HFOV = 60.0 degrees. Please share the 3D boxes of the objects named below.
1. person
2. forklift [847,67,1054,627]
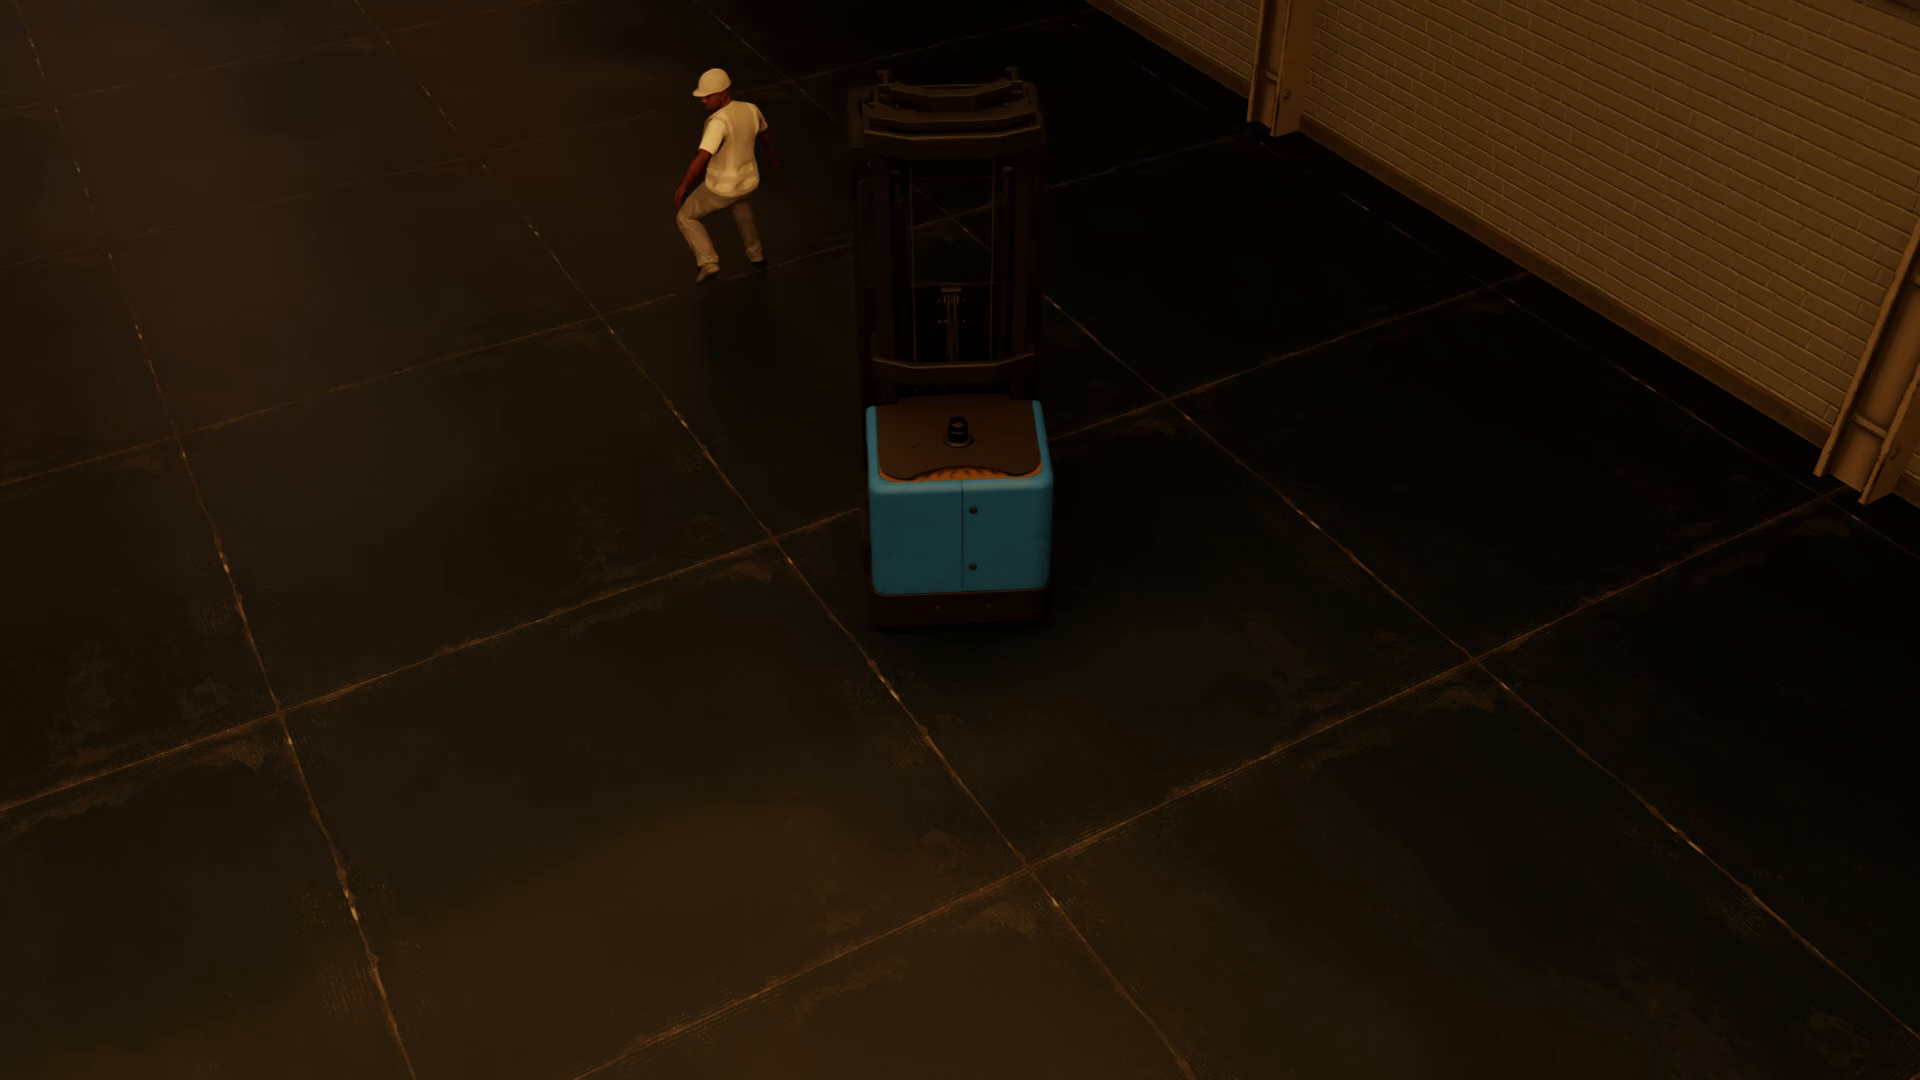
[{"bbox_3d":[-1.721,-2.716,12.366,0.503,1.640,1.127,29,48,30],"label":"person"},{"bbox_3d":[-0.082,-1.551,9.906,1.130,2.935,3.031,-2,40,-3],"label":"forklift"}]
